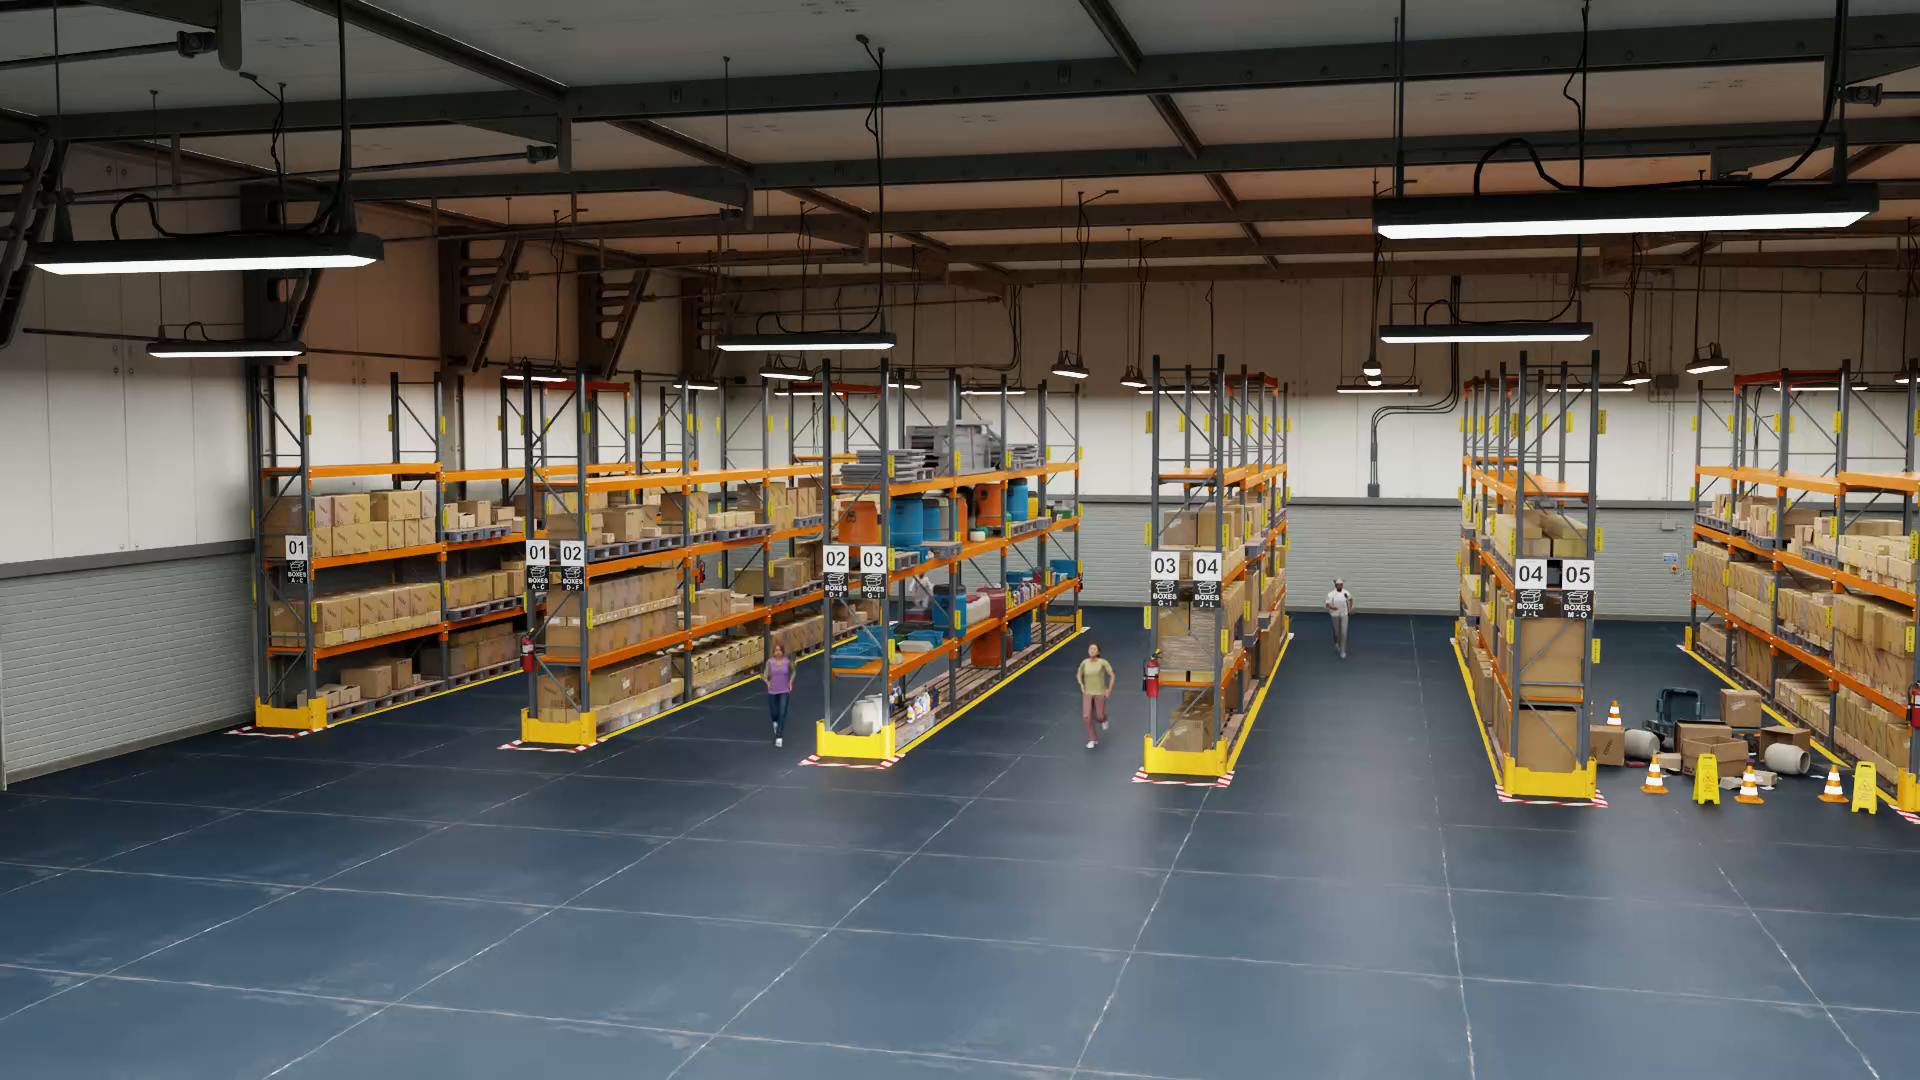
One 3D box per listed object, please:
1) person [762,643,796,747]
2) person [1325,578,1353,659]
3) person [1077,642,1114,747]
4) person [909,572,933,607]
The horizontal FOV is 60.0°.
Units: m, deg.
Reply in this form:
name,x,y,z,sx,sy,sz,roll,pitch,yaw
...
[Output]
name,x,y,z,sx,sy,sz,roll,pitch,yaw
person,-2.850,2.414,26.201,0.537,1.585,0.779,0,4,-6
person,8.235,1.667,36.112,0.593,1.707,0.929,1,4,10
person,2.115,2.407,26.089,0.597,1.616,0.639,1,4,15
person,-0.939,1.478,40.021,0.592,1.594,0.700,0,4,-2
